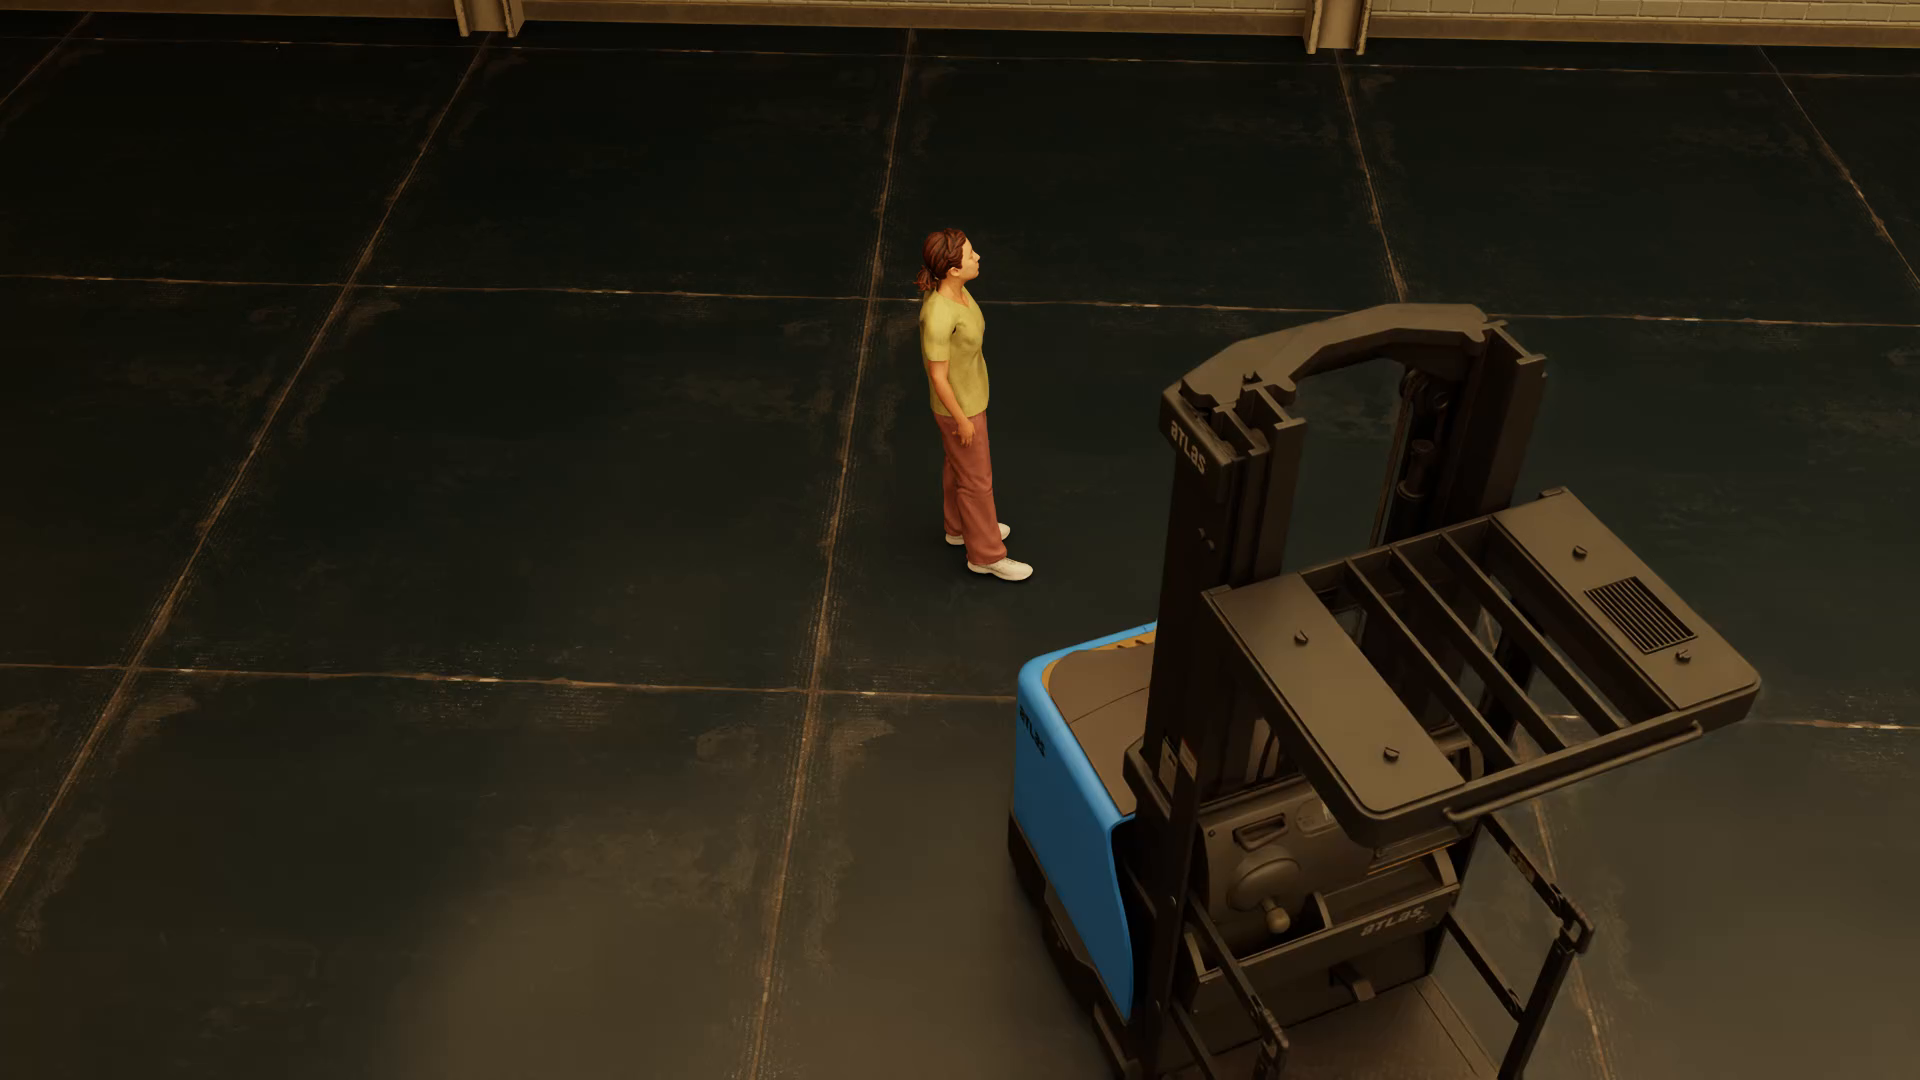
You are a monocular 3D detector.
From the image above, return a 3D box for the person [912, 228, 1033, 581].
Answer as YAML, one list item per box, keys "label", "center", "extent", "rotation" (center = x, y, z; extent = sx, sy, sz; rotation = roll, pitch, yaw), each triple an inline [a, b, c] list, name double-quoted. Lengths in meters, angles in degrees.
- label: "person"
  center: [0.073, -0.615, 7.336]
  extent: [0.549, 1.675, 0.555]
  rotation: [2, 42, 2]

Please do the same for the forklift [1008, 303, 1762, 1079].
- label: "forklift"
  center: [1.207, 0.940, 4.712]
  extent: [1.130, 2.935, 3.031]
  rotation: [-15, 45, -16]
